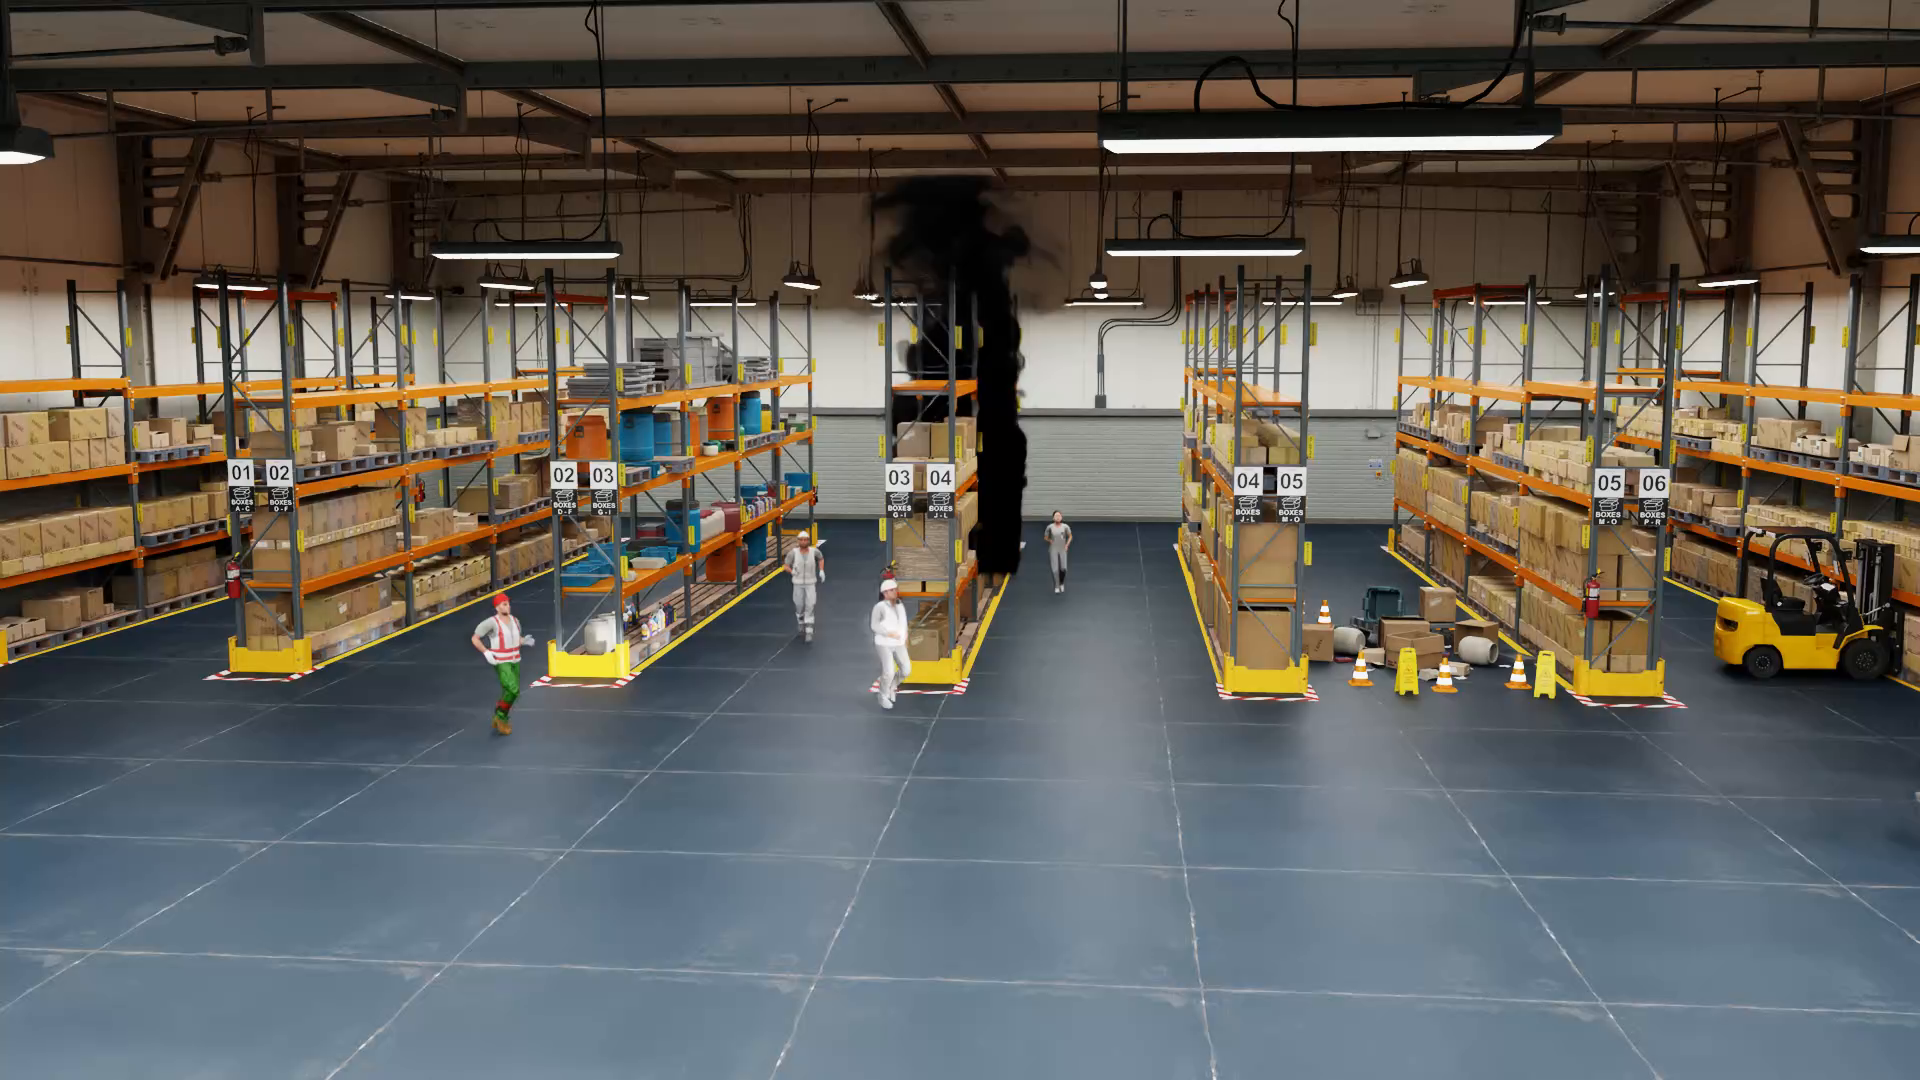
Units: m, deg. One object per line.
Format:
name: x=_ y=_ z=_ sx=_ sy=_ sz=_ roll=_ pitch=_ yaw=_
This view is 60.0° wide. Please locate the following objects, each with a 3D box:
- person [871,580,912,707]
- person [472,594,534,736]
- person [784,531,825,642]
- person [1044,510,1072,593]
person: x=-0.884 y=1.409 z=22.559 sx=0.704 sy=1.746 sz=0.587 roll=-6 pitch=9 yaw=-41
person: x=-5.717 y=1.575 z=21.033 sx=0.653 sy=1.792 sz=0.637 roll=4 pitch=8 yaw=28
person: x=-2.574 y=0.739 z=27.570 sx=0.680 sy=1.785 sz=0.990 roll=-1 pitch=7 yaw=-6
person: x=1.921 y=0.240 z=32.497 sx=0.554 sy=1.627 sz=0.548 roll=0 pitch=7 yaw=1
